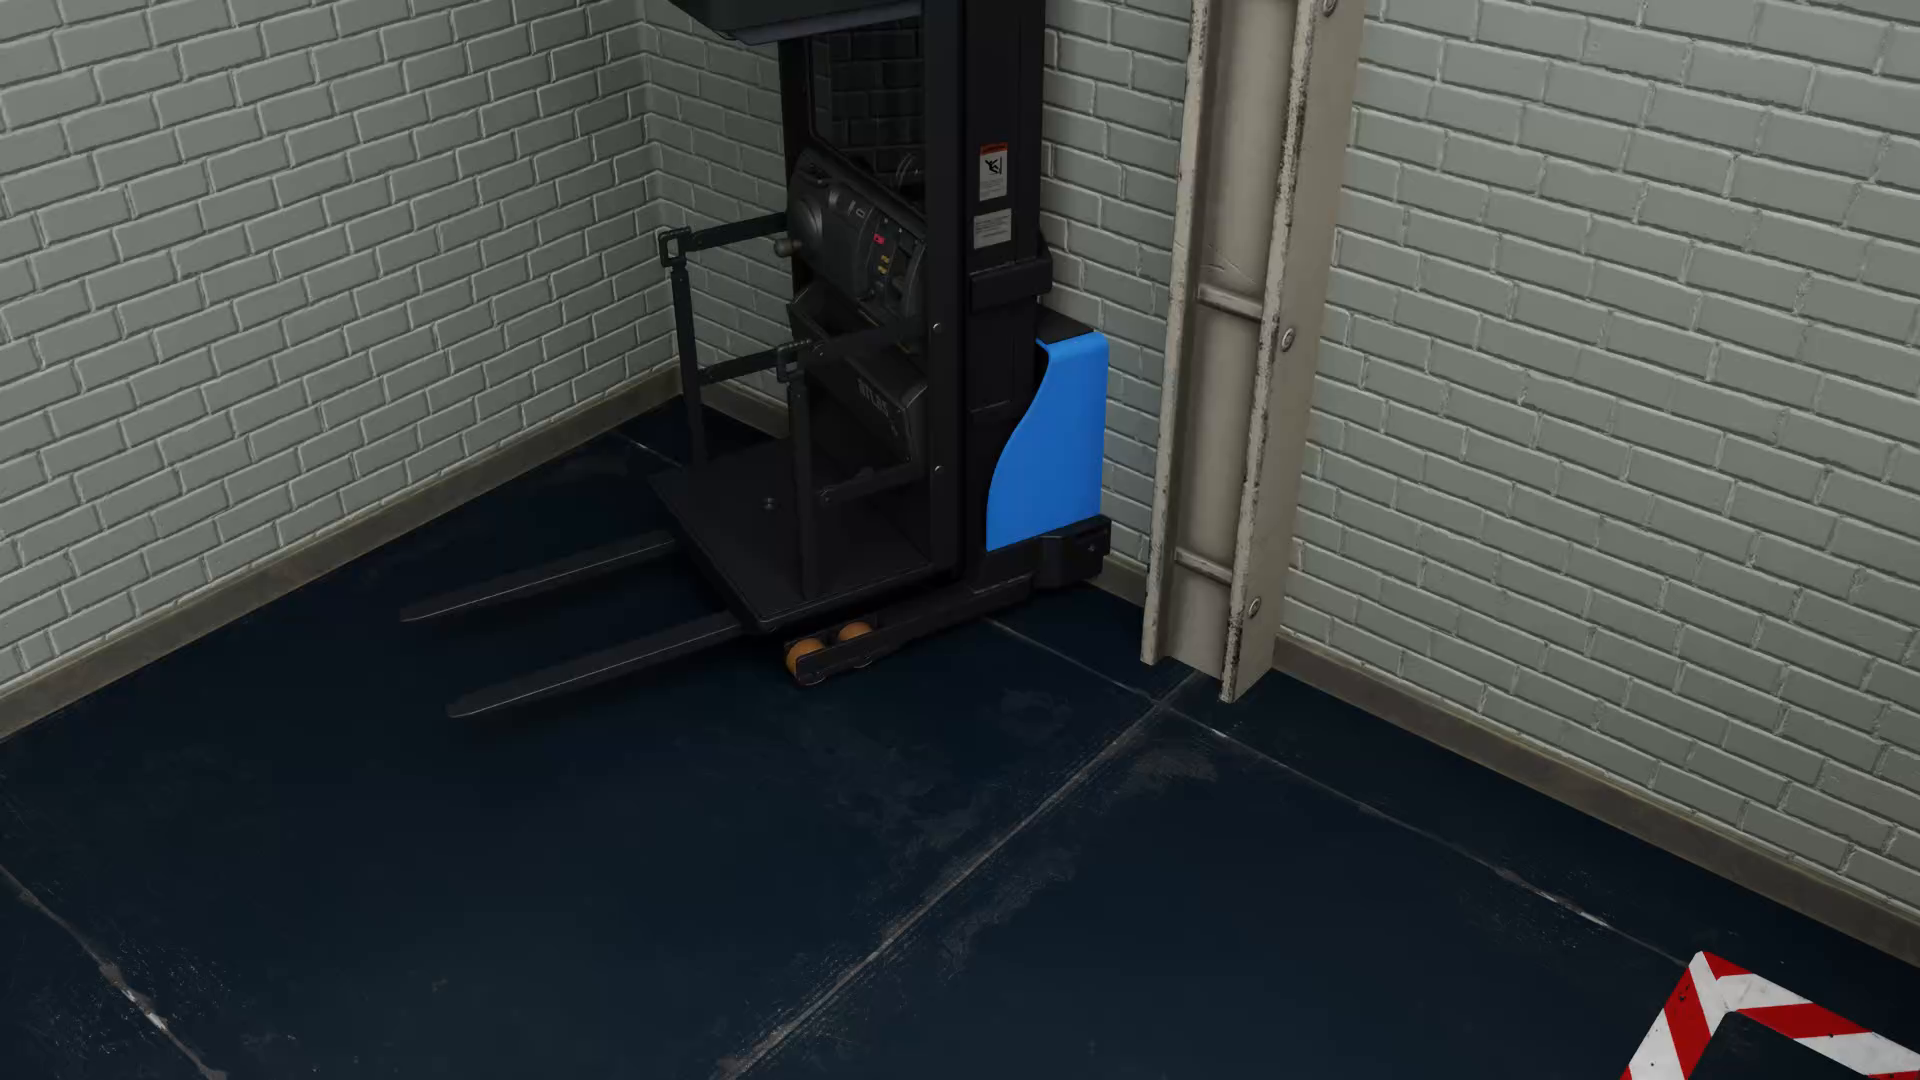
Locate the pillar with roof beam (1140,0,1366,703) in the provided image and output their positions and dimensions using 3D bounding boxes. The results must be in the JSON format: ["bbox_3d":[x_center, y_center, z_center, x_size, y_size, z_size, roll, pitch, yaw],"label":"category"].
[{"bbox_3d":[-1.846,-1.393,0.829,0.400,9.000,9.100,25,42,32],"label":"pillar with roof beam"}]

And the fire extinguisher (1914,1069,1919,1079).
[{"bbox_3d":[1.995,0.909,3.174,0.183,0.674,0.296,25,42,32],"label":"fire extinguisher"}]

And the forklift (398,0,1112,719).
[{"bbox_3d":[-0.545,-1.029,5.660,3.031,2.935,1.130,-18,38,-24],"label":"forklift"}]
